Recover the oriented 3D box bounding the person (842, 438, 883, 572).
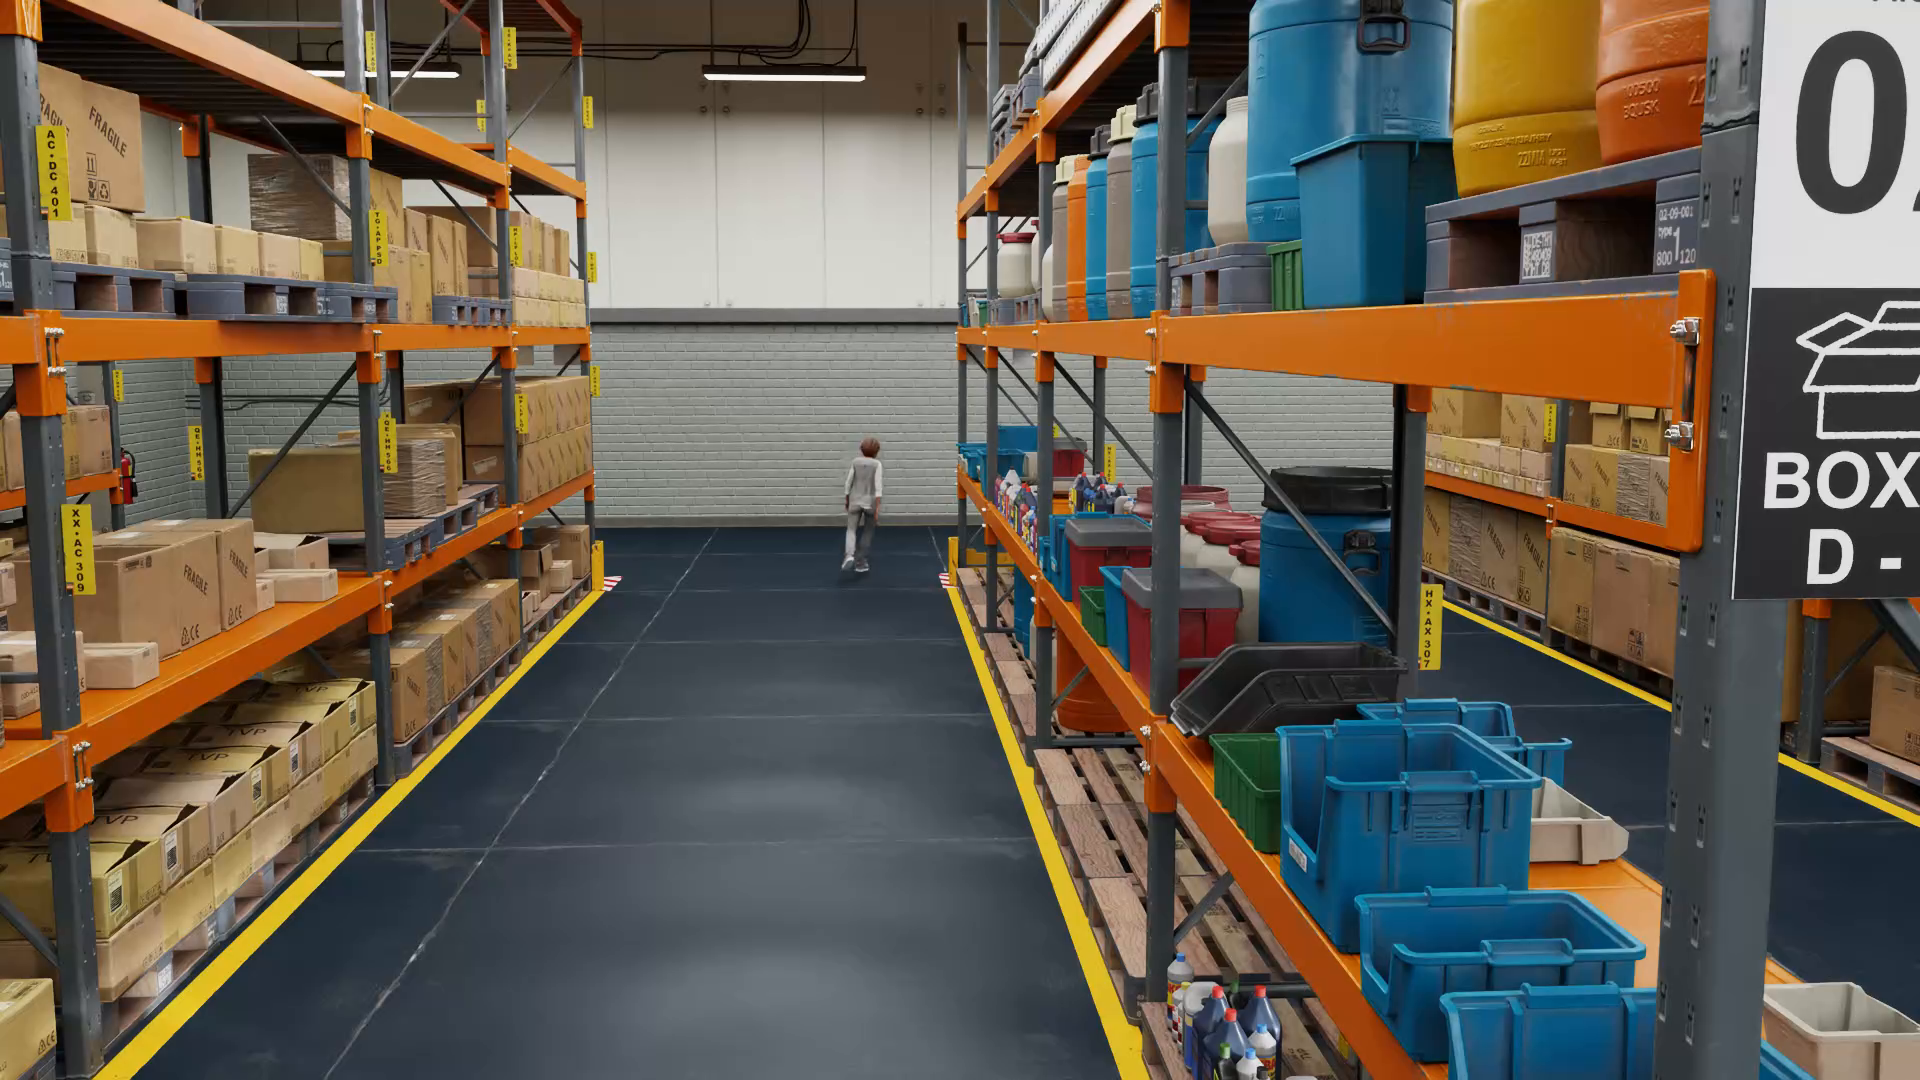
[{"bbox_3d":[-1.103,-0.380,18.818,0.479,1.549,0.806,1,7,9],"label":"person"}]
